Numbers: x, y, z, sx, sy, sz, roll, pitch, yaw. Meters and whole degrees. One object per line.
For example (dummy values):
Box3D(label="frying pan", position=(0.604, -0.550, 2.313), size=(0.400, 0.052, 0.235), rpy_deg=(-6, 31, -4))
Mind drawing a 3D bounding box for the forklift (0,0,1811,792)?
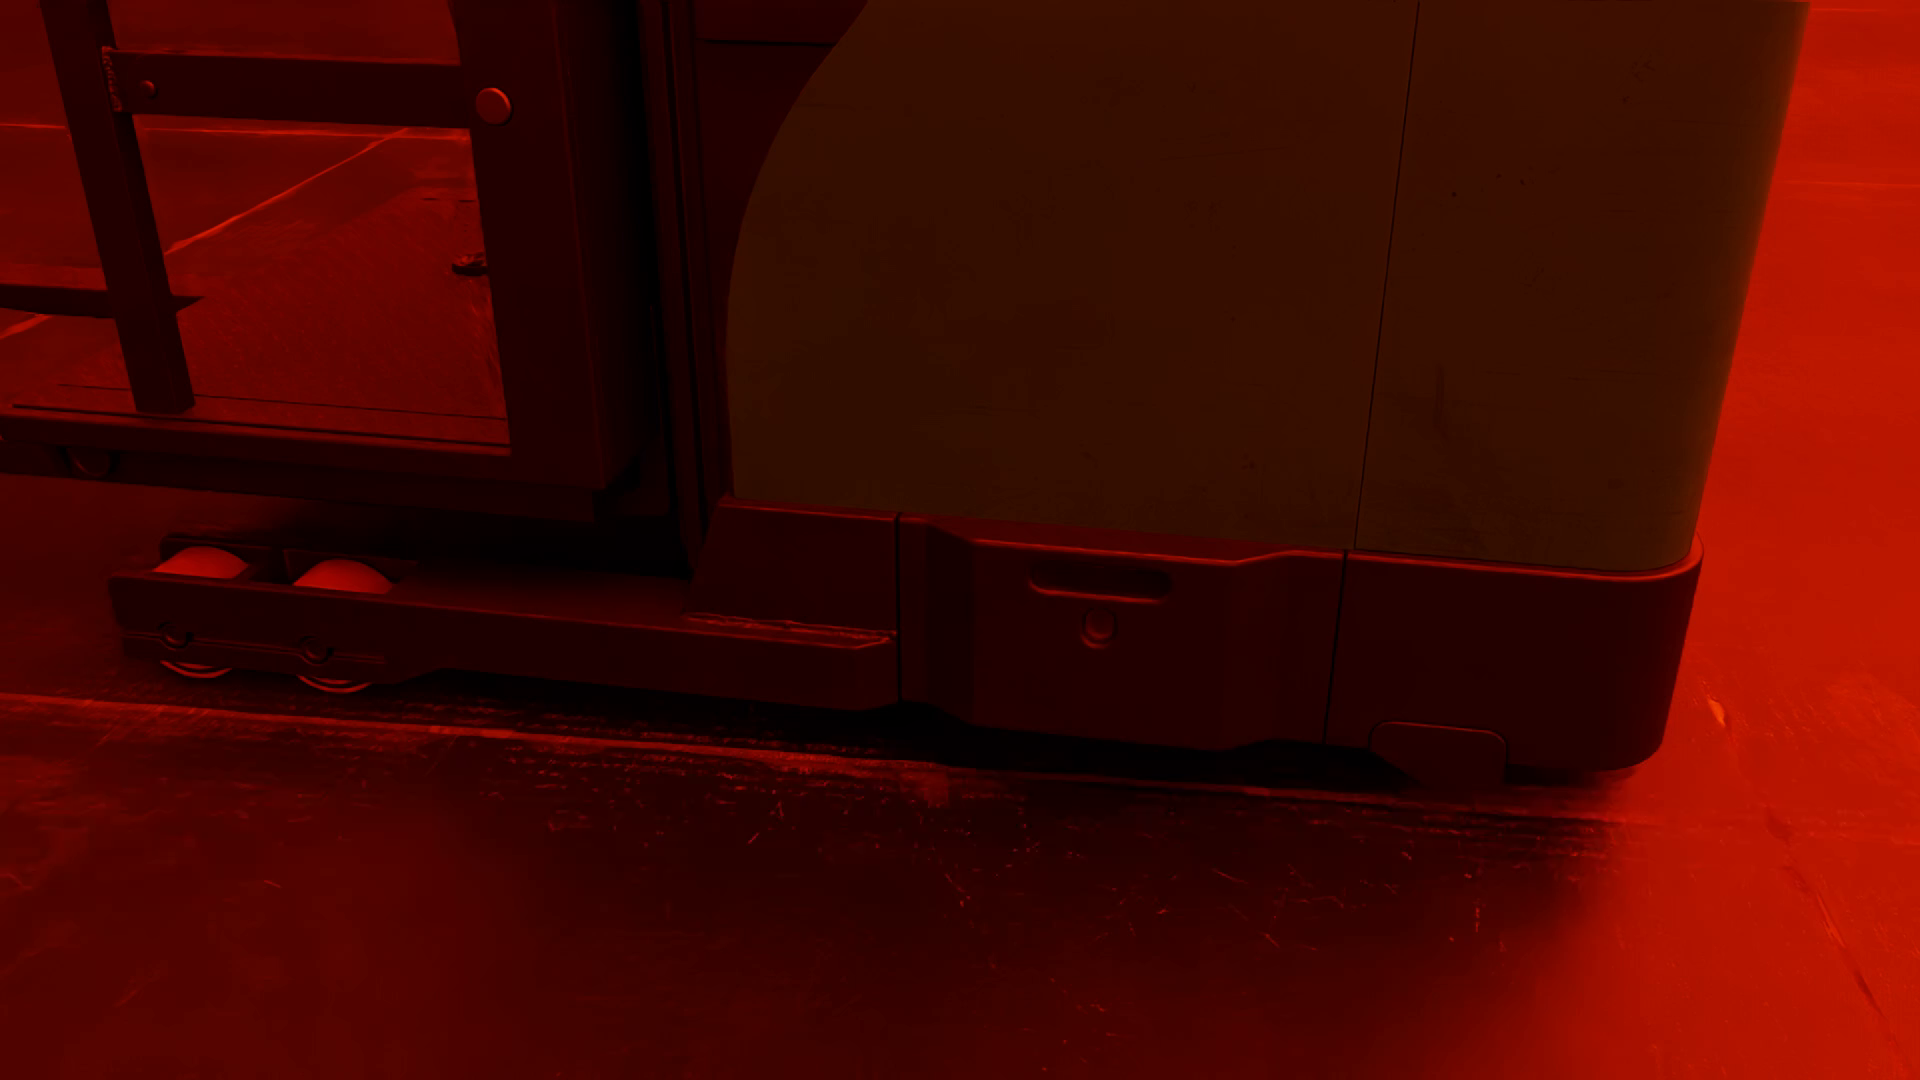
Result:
Box3D(label="forklift", position=(-0.606, -1.342, 1.907), size=(3.031, 2.935, 1.130), rpy_deg=(5, 27, 10))
